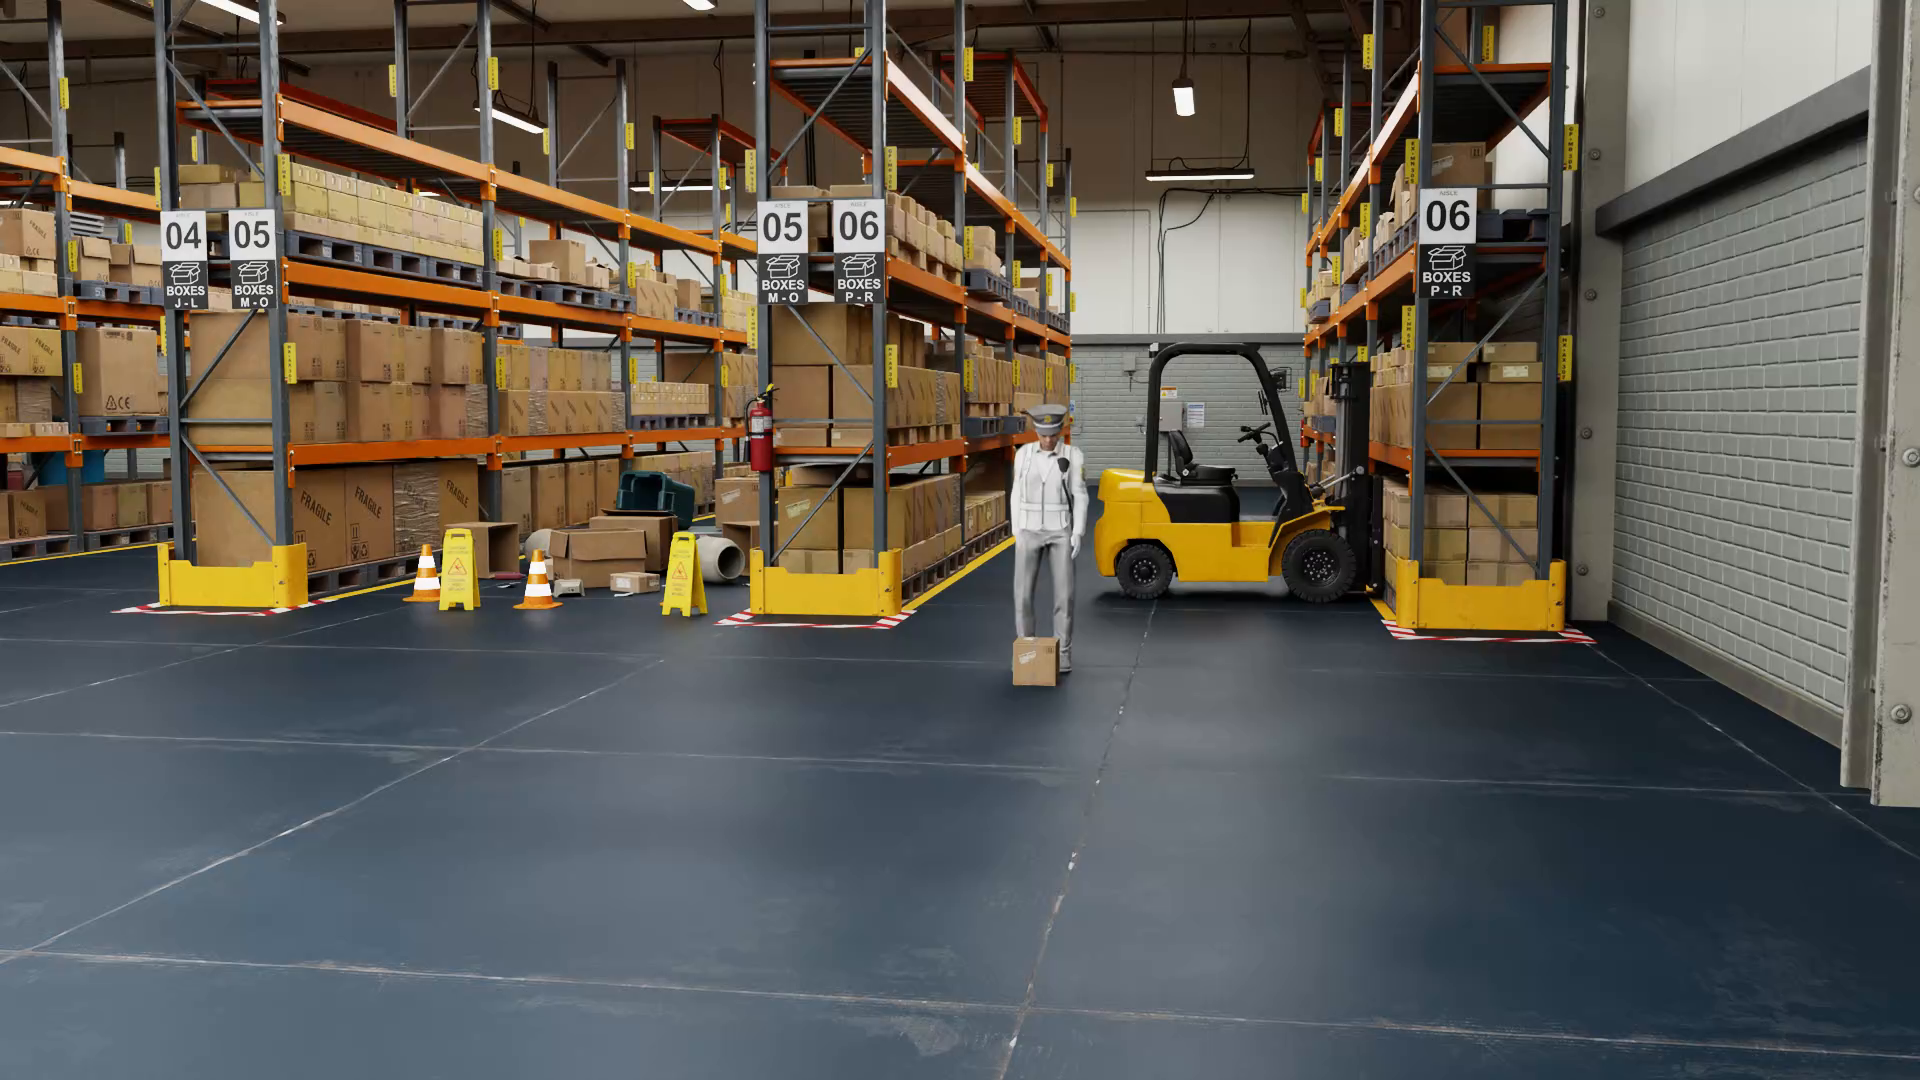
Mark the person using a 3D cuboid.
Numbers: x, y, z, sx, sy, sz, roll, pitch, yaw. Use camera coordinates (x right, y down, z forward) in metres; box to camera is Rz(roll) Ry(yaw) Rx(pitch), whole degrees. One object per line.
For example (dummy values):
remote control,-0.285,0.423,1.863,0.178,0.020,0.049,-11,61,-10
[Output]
person,0.546,-0.010,10.206,0.488,1.647,0.396,1,5,10
